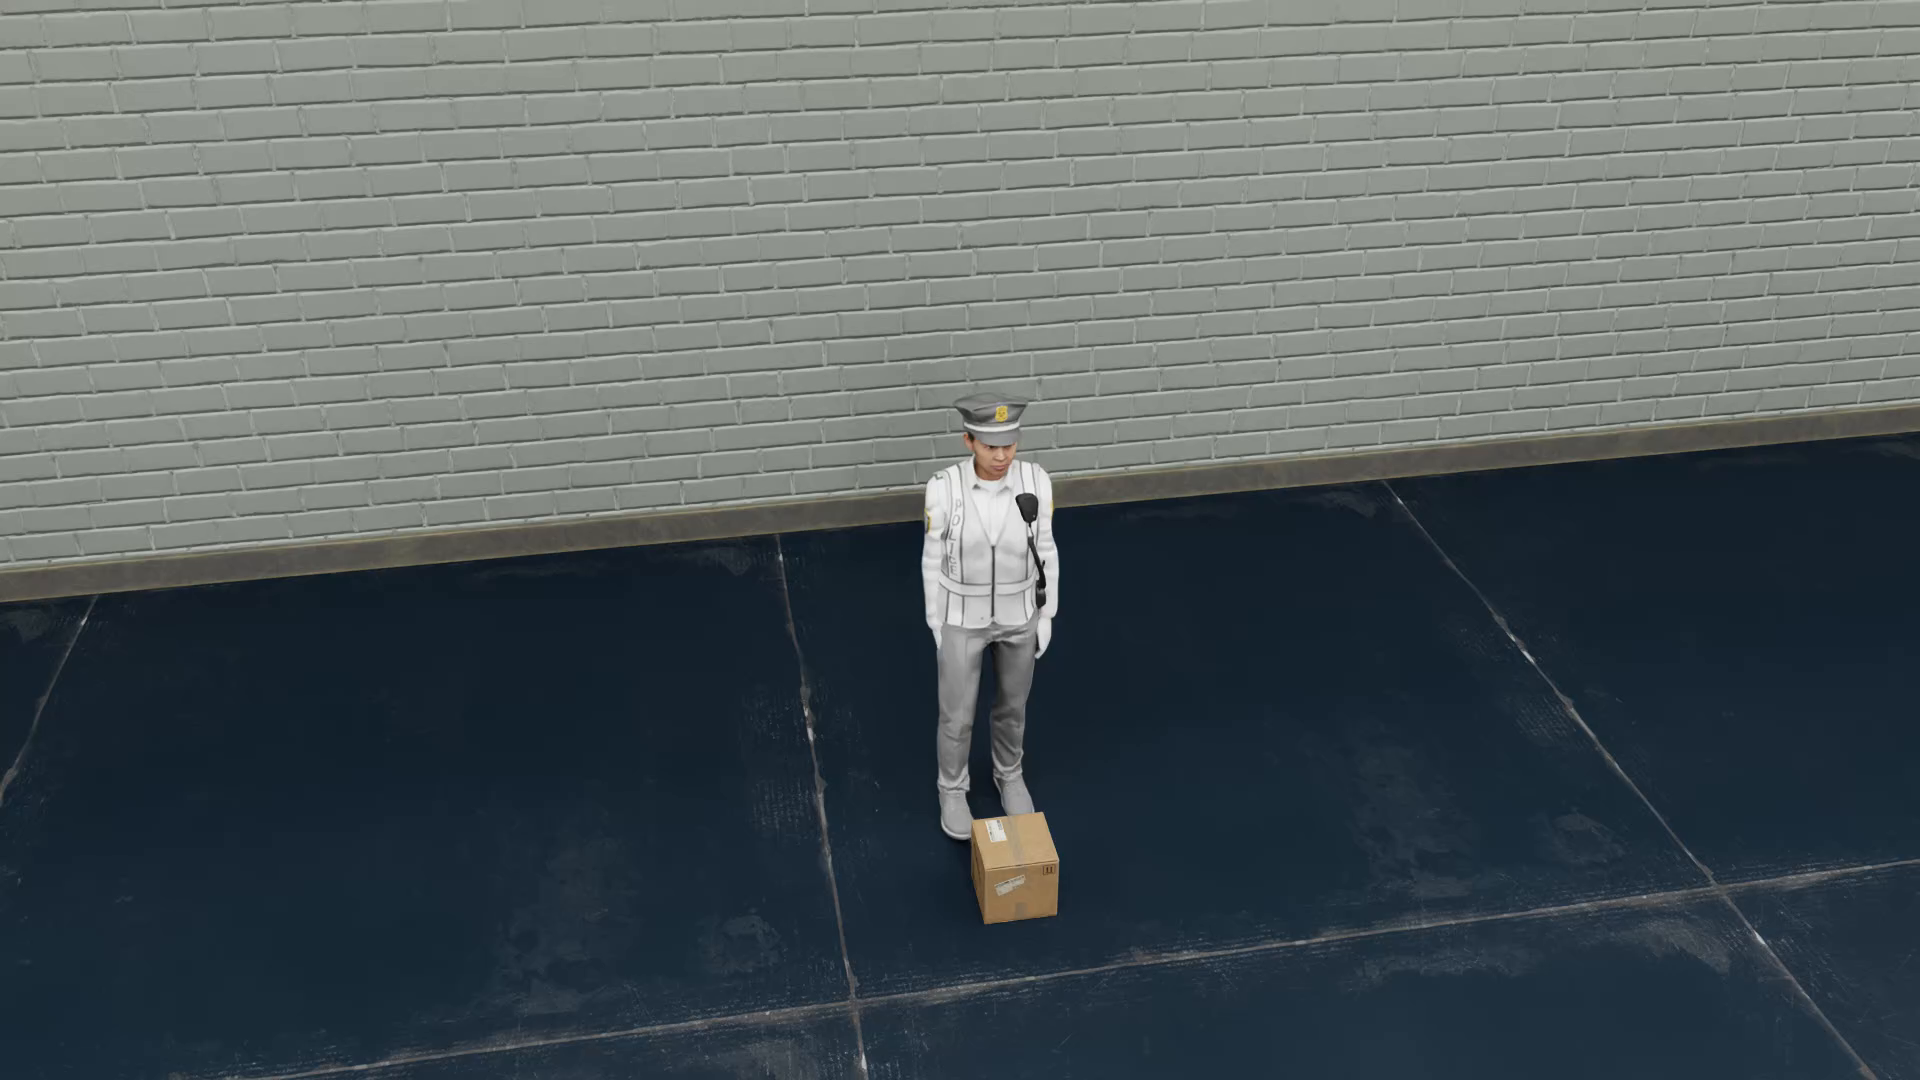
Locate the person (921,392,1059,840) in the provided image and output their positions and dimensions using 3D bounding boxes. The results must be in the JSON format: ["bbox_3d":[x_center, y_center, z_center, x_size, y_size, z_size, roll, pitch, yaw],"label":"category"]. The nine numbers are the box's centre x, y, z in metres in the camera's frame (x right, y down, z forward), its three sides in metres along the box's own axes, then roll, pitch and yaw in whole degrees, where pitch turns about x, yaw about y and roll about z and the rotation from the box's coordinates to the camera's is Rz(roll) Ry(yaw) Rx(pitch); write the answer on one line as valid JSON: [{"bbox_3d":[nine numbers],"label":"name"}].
[{"bbox_3d":[0.107,0.270,5.678,0.465,1.698,0.360,-5,31,-8],"label":"person"}]
